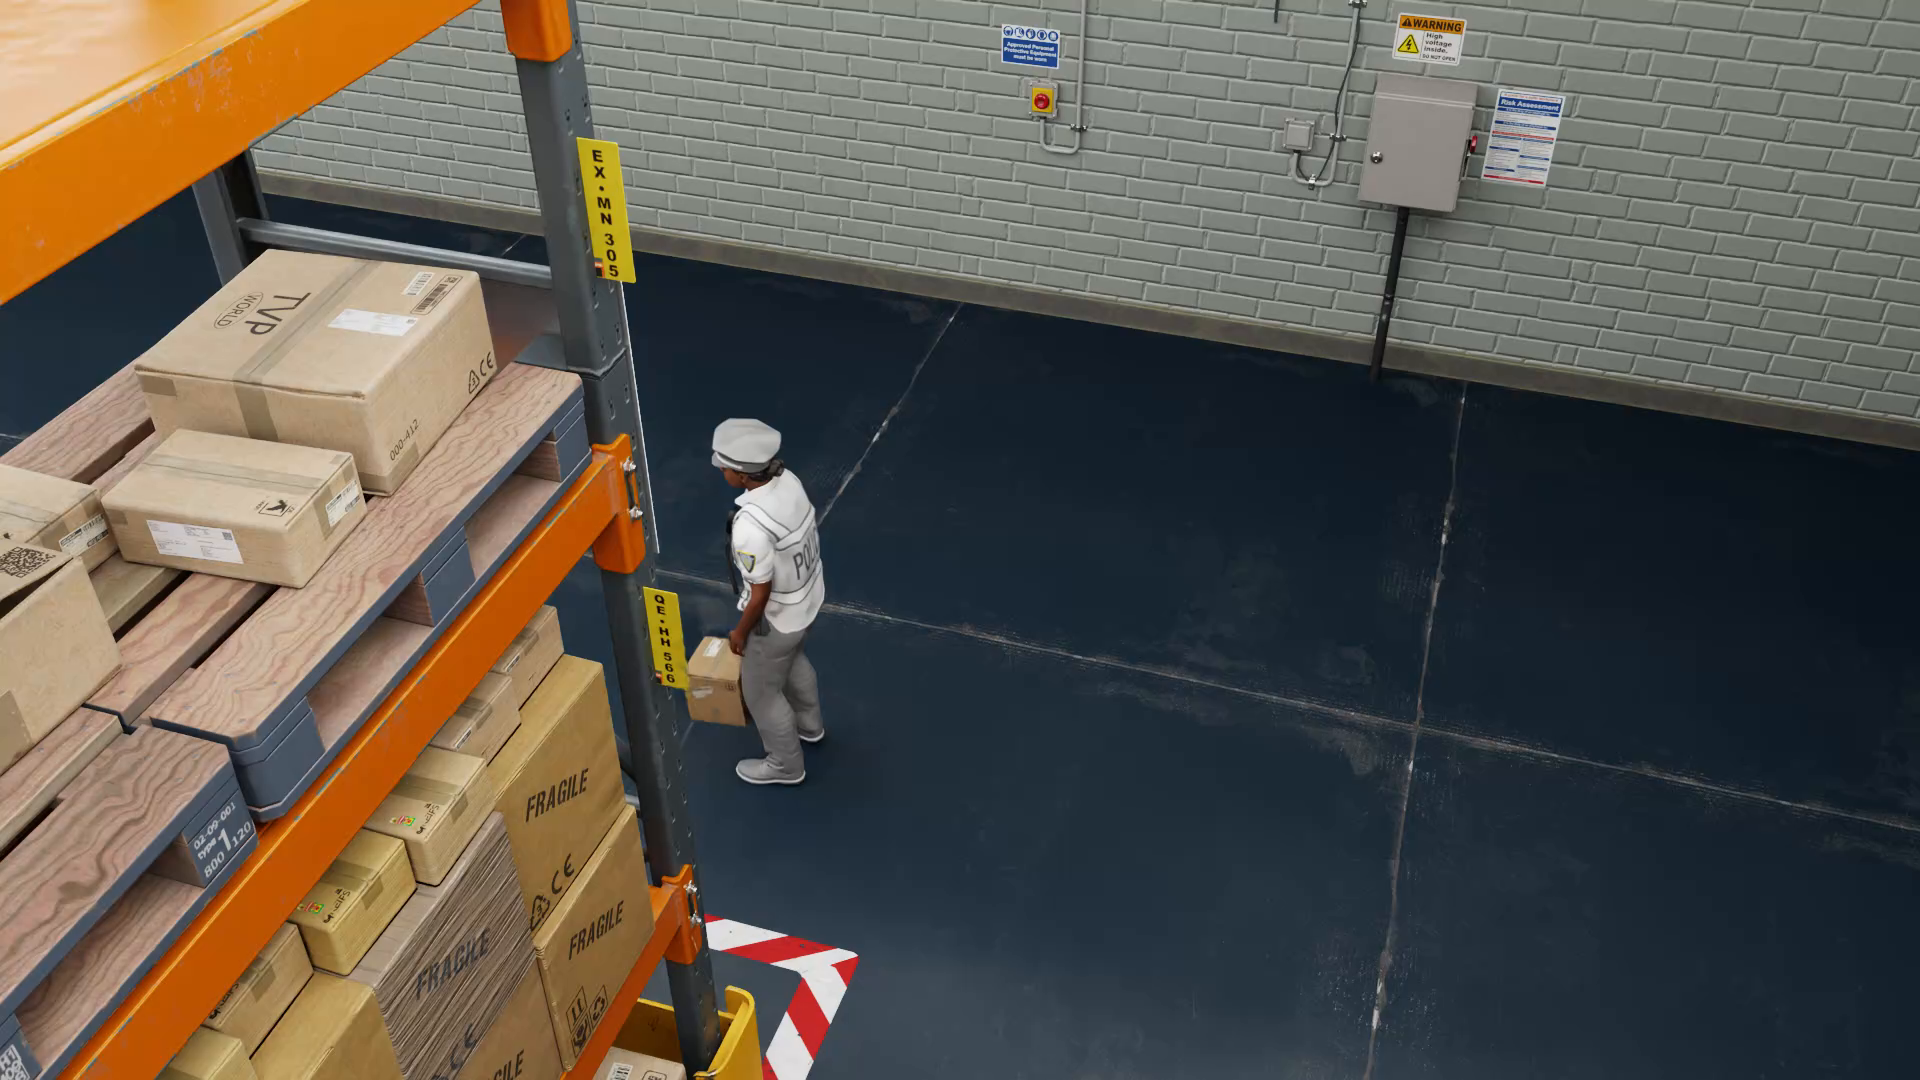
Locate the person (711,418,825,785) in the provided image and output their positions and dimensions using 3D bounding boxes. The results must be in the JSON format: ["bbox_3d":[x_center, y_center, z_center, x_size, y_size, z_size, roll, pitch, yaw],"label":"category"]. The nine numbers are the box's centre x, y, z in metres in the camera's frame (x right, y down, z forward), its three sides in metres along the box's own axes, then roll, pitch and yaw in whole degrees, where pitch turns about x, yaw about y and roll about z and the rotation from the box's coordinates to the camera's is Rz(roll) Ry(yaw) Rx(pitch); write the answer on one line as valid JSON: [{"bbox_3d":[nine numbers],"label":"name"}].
[{"bbox_3d":[-0.727,0.262,6.540,0.371,1.667,0.497,10,38,12],"label":"person"}]
